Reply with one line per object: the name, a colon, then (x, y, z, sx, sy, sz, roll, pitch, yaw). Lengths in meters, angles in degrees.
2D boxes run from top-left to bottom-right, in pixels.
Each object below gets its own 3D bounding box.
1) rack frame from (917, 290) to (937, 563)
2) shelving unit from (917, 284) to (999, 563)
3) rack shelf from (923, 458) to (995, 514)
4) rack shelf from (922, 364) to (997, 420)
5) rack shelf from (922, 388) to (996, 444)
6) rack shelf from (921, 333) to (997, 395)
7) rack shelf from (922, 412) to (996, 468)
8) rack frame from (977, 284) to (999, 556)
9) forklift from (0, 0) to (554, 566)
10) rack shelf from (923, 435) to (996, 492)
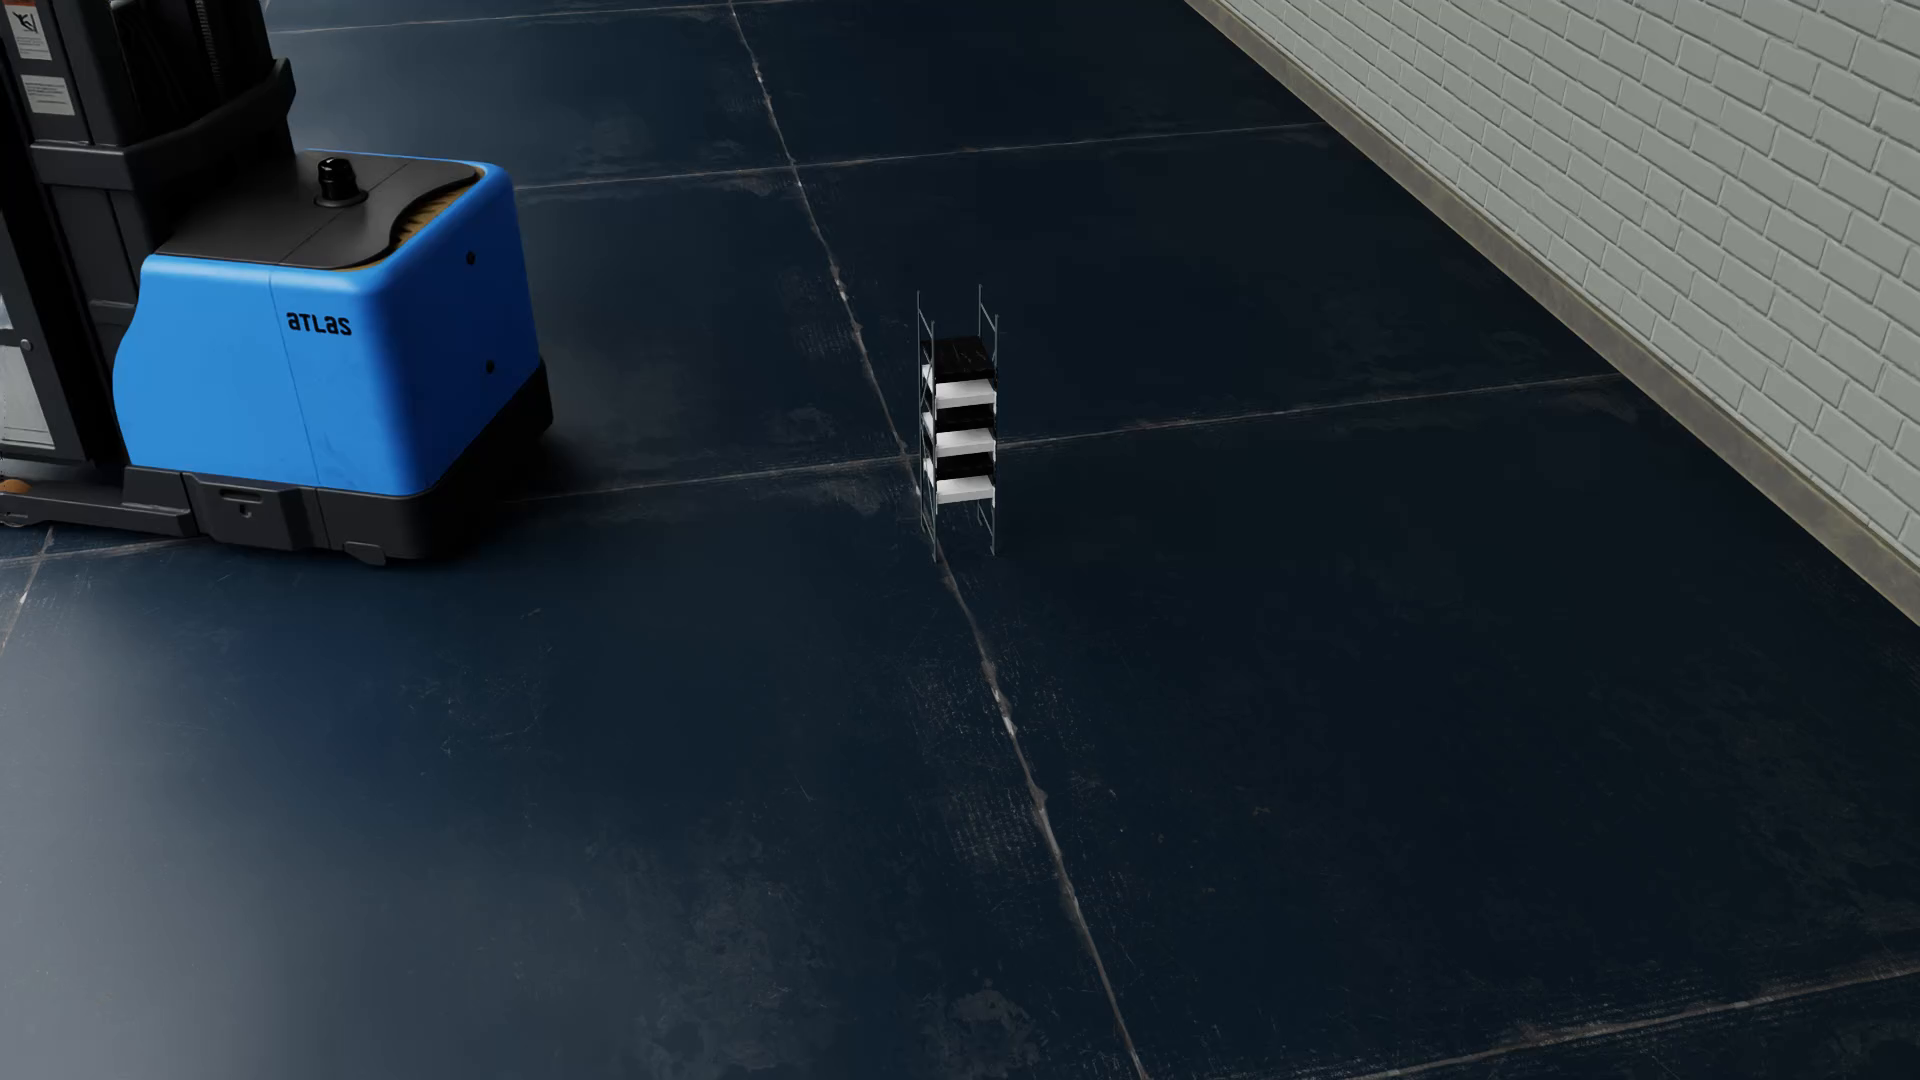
rack frame: (-0.107, -0.360, 5.479, 0.006, 0.900, 0.240, -7, 35, -11)
shelving unit: (-0.008, -0.373, 5.498, 0.210, 0.900, 0.258, -7, 35, -11)
rack shelf: (-0.008, -0.196, 5.617, 0.200, 0.077, 0.258, -7, 35, -11)
rack shelf: (-0.008, -0.494, 5.416, 0.200, 0.077, 0.258, -7, 35, -11)
rack shelf: (-0.008, -0.420, 5.466, 0.200, 0.077, 0.258, -7, 35, -11)
rack shelf: (-0.008, -0.569, 5.366, 0.200, 0.077, 0.258, -7, 35, -11)
rack shelf: (-0.008, -0.345, 5.516, 0.200, 0.077, 0.258, -7, 35, -11)
rack frame: (0.091, -0.385, 5.516, 0.006, 0.900, 0.240, -7, 35, -11)
forklift: (-3.110, -1.540, 5.415, 3.031, 2.935, 1.130, 7, 34, 10)
rack shelf: (-0.008, -0.270, 5.566, 0.200, 0.077, 0.258, -7, 35, -11)
